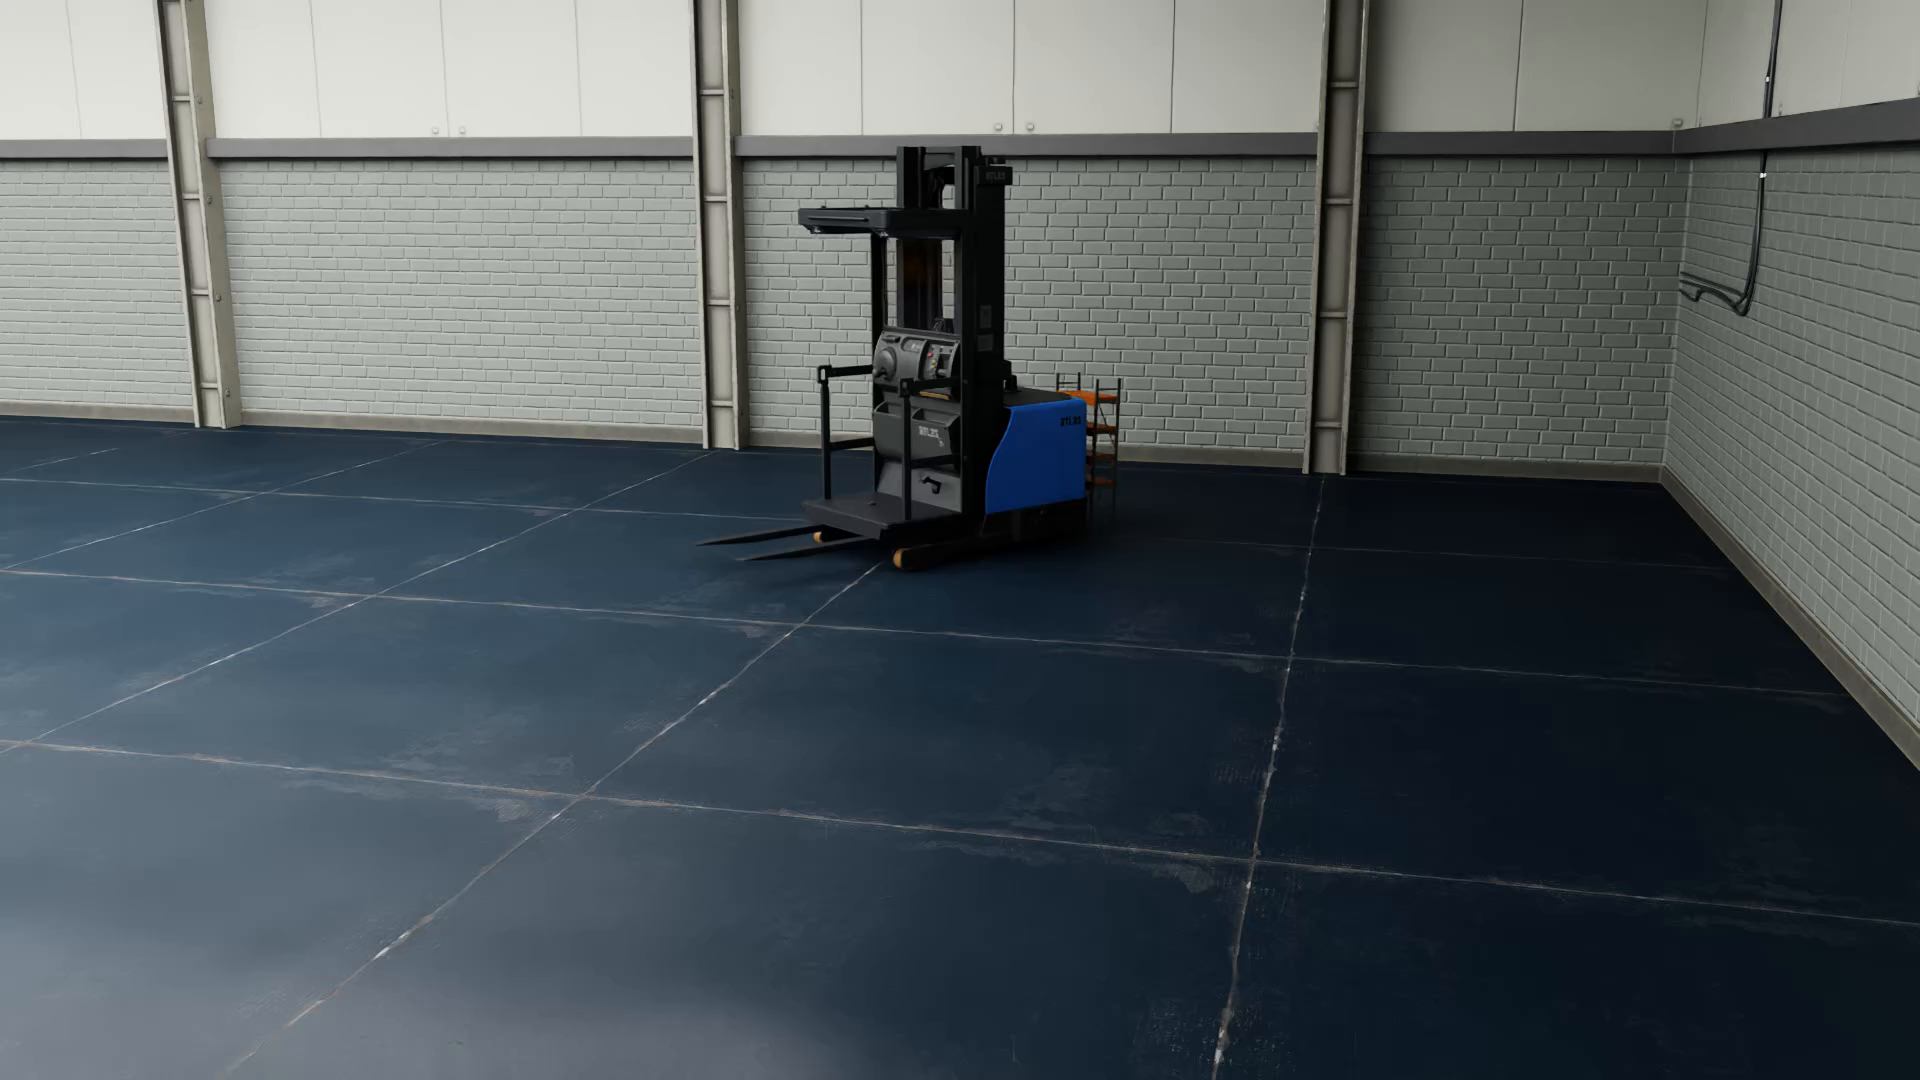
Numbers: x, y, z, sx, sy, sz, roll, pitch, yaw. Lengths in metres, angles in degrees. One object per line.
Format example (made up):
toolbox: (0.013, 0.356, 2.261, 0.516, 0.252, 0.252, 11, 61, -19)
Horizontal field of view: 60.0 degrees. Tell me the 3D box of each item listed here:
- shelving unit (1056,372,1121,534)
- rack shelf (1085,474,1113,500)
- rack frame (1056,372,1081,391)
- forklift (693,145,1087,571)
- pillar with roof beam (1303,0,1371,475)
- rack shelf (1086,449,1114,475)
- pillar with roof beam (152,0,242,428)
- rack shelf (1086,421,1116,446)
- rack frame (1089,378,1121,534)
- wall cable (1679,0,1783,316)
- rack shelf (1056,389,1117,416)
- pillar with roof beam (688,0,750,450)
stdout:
shelving unit: (0.982, -0.692, 13.063, 0.258, 1.200, 0.503, -6, 14, -35)
rack shelf: (0.975, -0.432, 13.115, 0.258, 0.148, 0.480, -6, 14, -35)
rack frame: (0.842, -0.736, 13.258, 0.240, 1.200, 0.015, -6, 14, -35)
forklift: (-0.482, -1.341, 12.009, 3.031, 2.935, 1.130, -10, 16, -38)
pillar with roof beam: (2.402, -4.134, 10.591, 0.400, 9.000, 9.100, 3, 13, 14)
rack shelf: (0.980, -0.626, 13.076, 0.258, 0.148, 0.480, -6, 14, -35)
pillar with roof beam: (-9.249, -4.757, 13.398, 0.400, 9.000, 9.100, 3, 13, 14)
rack shelf: (0.987, -0.846, 13.032, 0.258, 0.148, 0.480, -6, 14, -35)
rack frame: (1.123, -0.649, 12.868, 0.240, 1.200, 0.015, -6, 14, -35)
wall cable: (5.976, -3.092, 13.065, 0.112, 2.526, 3.097, 3, 13, 14)
rack shelf: (0.993, -1.077, 12.985, 0.258, 0.148, 0.480, -6, 14, -35)
pillar with roof beam: (-3.424, -4.445, 11.994, 0.400, 9.000, 9.100, 3, 13, 14)
